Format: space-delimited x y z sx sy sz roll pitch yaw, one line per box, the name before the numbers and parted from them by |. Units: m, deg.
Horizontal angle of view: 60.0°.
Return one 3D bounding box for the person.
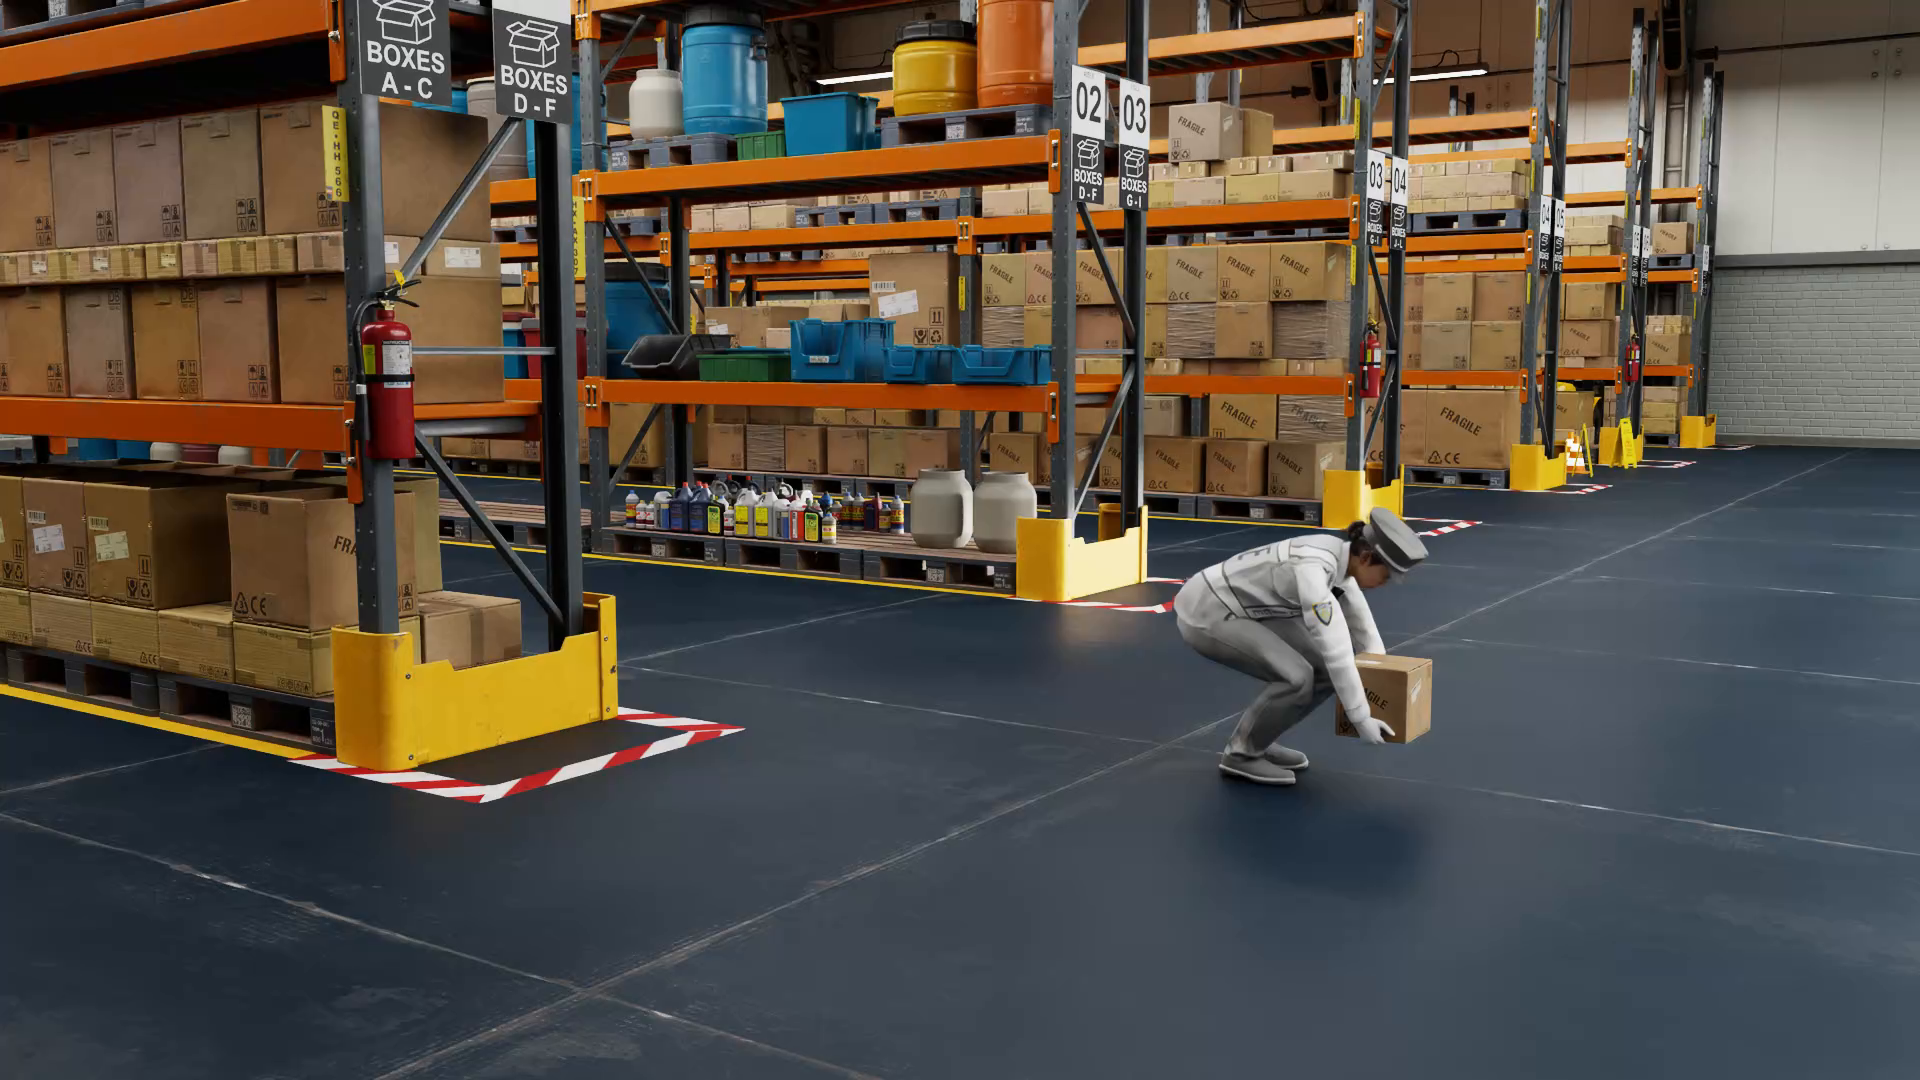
person | 1.196 0.362 5.875 0.883 0.982 0.454 4 8 32
